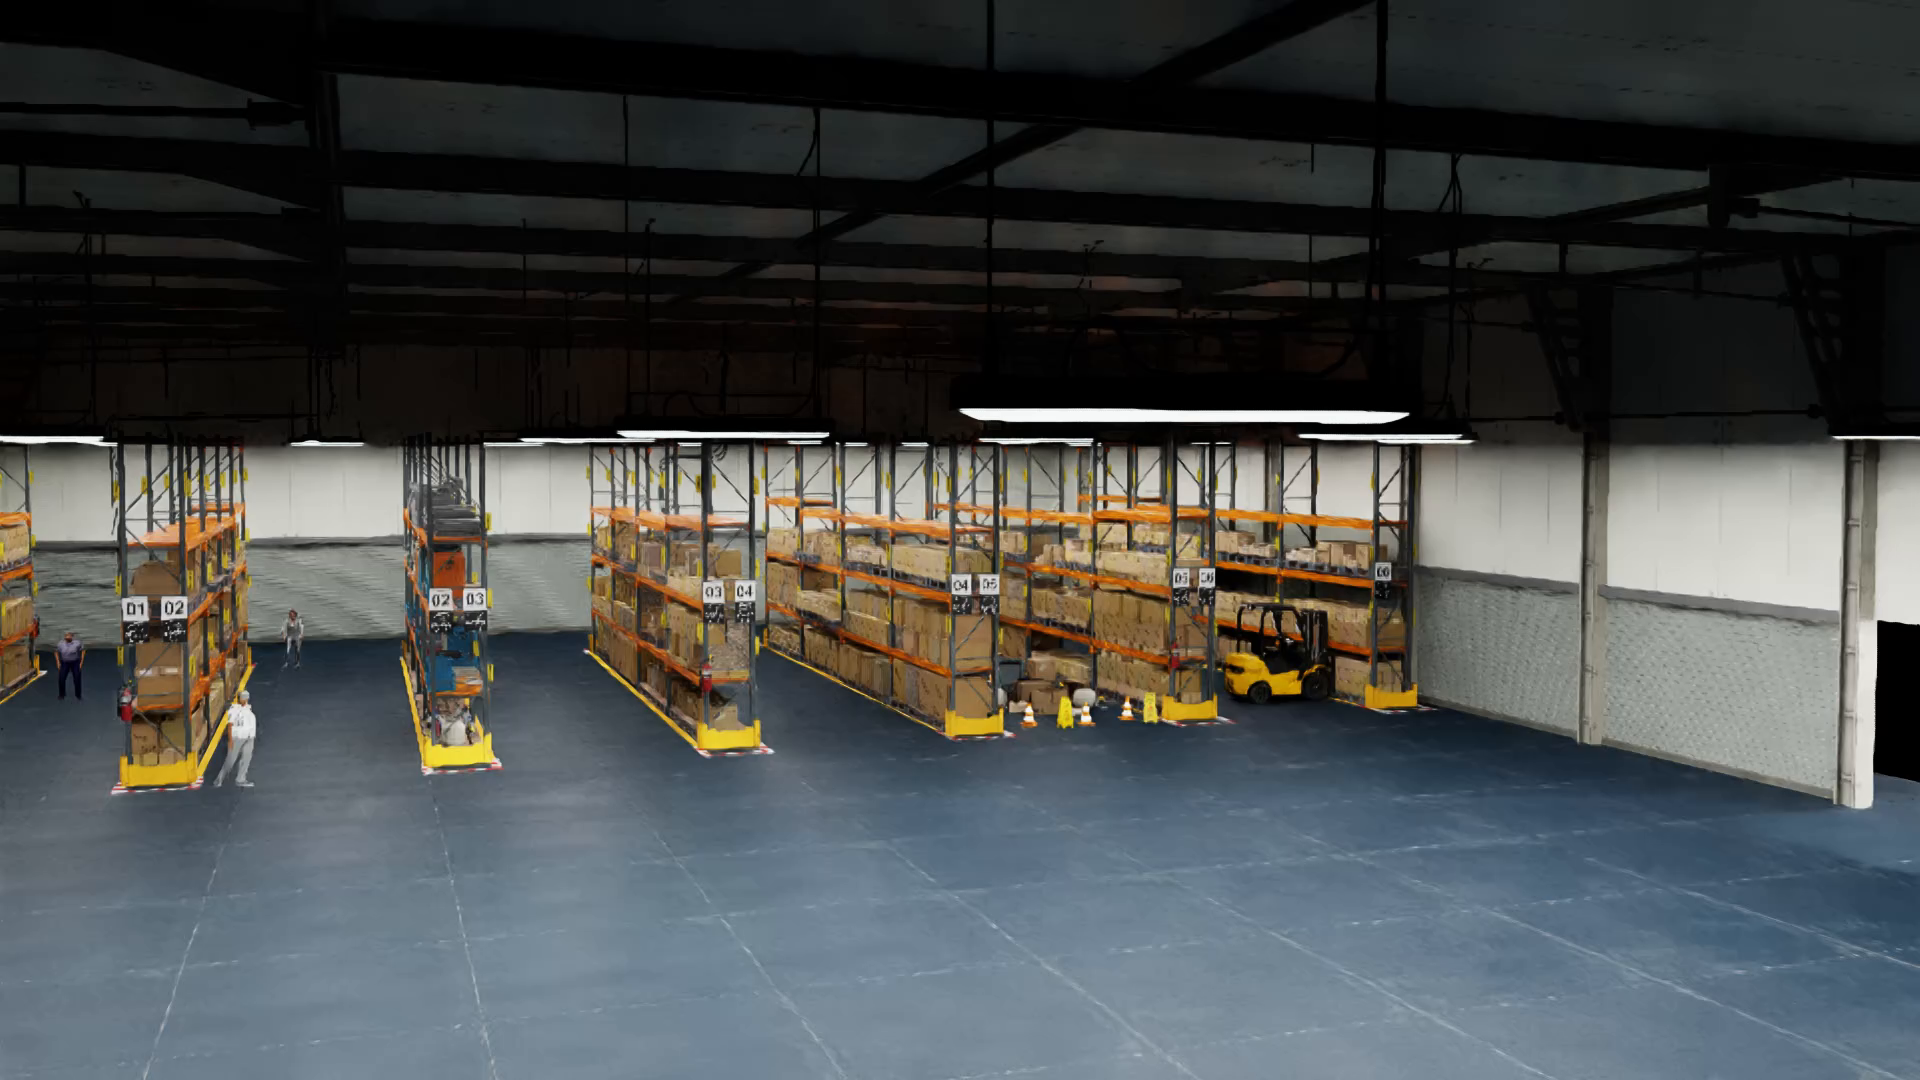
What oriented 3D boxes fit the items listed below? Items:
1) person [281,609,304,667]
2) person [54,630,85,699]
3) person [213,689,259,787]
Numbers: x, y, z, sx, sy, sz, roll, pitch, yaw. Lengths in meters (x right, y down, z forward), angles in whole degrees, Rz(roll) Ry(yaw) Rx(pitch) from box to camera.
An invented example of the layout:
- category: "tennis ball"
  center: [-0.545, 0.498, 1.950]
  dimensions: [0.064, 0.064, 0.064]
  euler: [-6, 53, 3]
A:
- category: "person"
  center: [-17.392, 2.575, 43.339]
  dimensions: [0.566, 1.507, 0.519]
  euler: [-1, 3, -23]
- category: "person"
  center: [-20.250, 2.836, 37.837]
  dimensions: [0.625, 1.596, 0.510]
  euler: [-1, 3, -22]
- category: "person"
  center: [-12.201, 3.344, 27.983]
  dimensions: [0.536, 1.655, 0.669]
  euler: [2, 4, 29]
